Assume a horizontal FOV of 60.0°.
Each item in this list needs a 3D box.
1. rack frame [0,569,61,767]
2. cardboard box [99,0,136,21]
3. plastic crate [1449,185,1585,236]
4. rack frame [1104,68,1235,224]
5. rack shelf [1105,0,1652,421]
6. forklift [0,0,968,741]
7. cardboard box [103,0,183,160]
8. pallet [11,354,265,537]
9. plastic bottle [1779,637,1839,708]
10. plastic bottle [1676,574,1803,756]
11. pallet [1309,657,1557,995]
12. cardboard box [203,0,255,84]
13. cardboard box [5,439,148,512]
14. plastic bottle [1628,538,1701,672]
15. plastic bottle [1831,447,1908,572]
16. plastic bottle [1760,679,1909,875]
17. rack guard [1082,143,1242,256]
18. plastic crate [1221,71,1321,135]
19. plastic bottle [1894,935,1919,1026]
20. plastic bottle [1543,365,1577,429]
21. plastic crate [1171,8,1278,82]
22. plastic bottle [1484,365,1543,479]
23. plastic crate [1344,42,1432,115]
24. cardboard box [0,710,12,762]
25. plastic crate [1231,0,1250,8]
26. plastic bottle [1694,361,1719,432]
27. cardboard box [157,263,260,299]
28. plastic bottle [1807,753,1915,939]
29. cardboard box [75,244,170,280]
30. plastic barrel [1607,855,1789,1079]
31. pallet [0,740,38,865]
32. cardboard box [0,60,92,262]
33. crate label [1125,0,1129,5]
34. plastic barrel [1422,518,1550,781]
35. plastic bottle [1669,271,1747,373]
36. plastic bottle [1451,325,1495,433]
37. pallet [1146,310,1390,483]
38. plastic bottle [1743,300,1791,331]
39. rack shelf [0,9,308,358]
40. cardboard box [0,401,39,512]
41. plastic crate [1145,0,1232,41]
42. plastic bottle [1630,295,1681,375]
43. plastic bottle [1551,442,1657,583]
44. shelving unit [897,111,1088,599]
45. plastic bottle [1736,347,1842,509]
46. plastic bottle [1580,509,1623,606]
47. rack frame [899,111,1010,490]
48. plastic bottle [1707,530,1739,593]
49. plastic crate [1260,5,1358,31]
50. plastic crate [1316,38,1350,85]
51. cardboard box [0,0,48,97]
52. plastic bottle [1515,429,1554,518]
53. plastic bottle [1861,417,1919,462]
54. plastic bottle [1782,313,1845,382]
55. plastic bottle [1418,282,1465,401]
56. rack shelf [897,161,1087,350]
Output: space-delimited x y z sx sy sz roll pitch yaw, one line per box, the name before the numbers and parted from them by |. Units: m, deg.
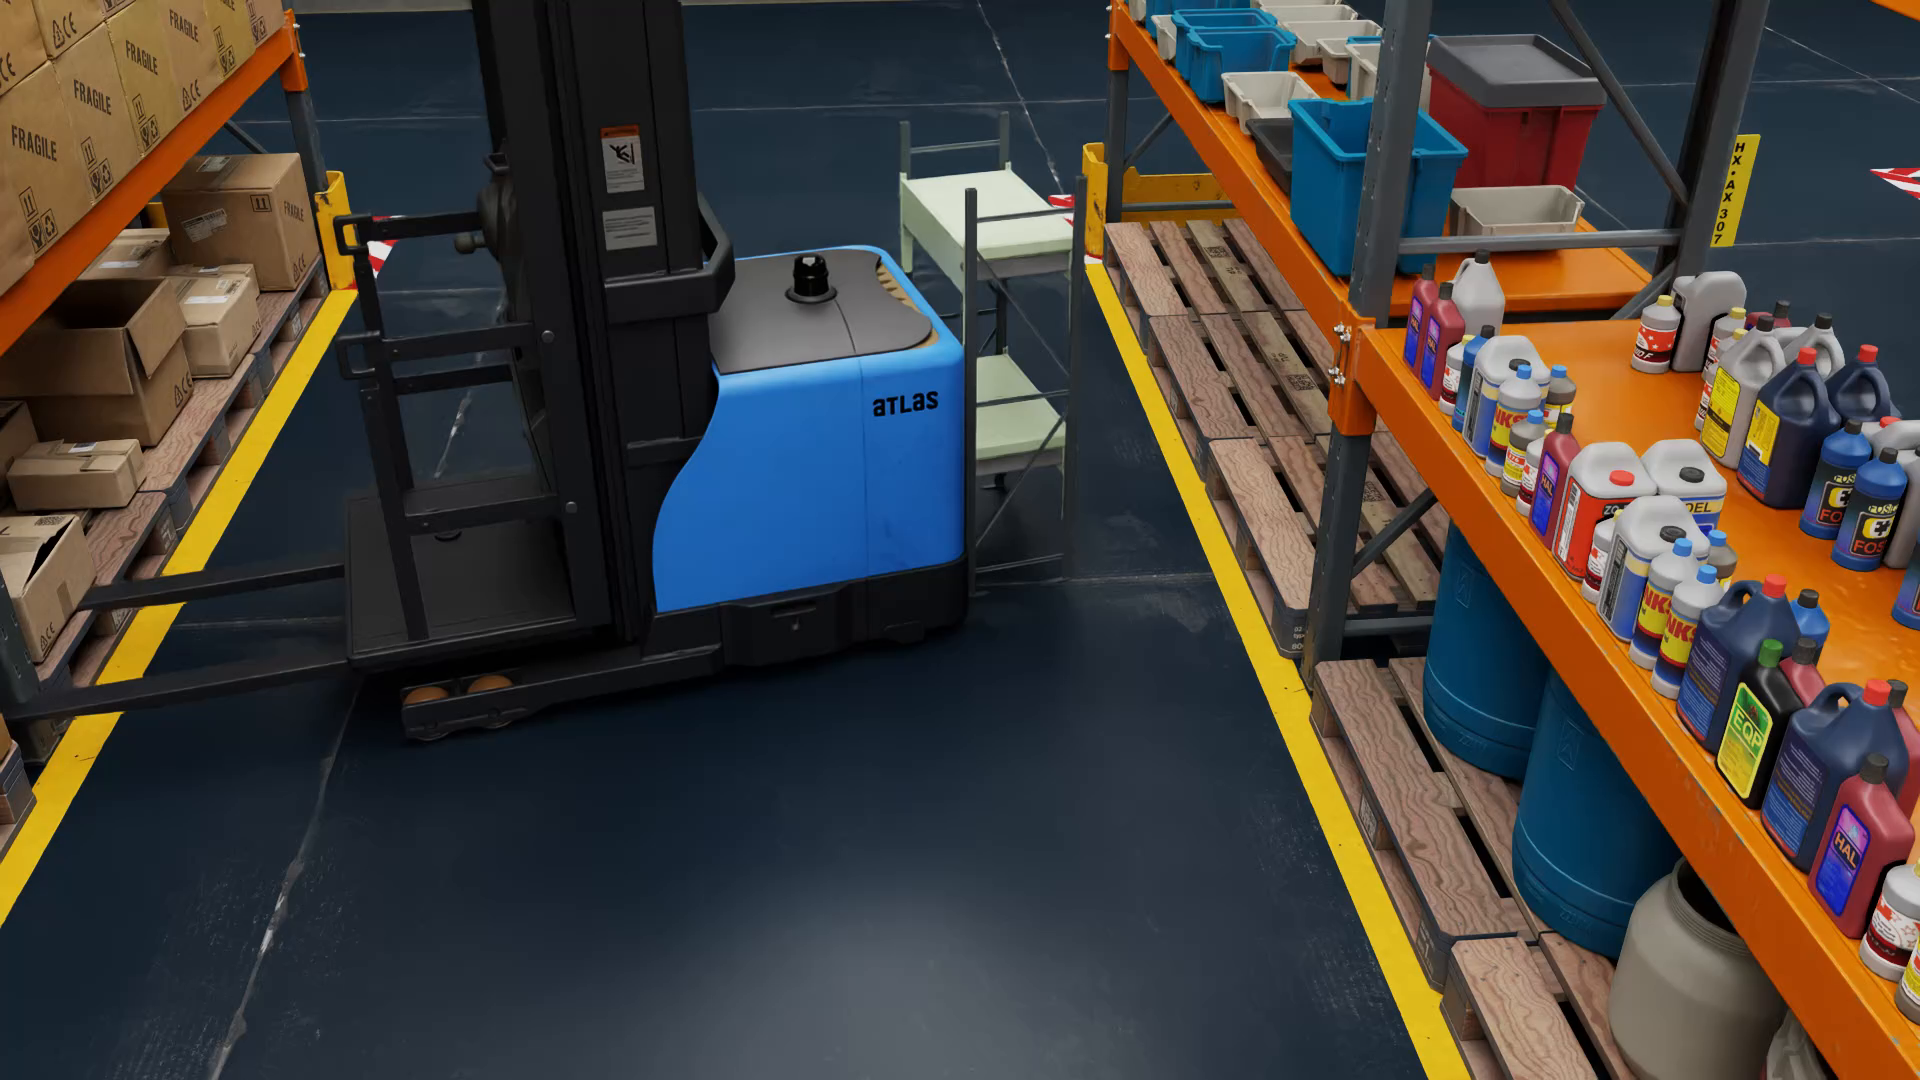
rack frame | -3.303 -0.606 4.339 1.000 3.000 0.127 -3 31 -5
cardboard box | -3.213 -2.121 5.804 0.500 0.500 0.500 -2 31 -3
plastic crate | 1.728 -0.998 5.194 0.396 0.136 0.243 -3 31 -5
rack frame | 1.255 -2.883 8.152 1.000 3.000 0.127 -3 31 -5
rack shelf | 1.442 -1.553 6.627 1.077 0.370 4.000 -3 31 -5
forklift | -1.546 -0.936 4.959 3.031 2.935 1.130 -10 32 -16
cardboard box | -3.224 -1.698 6.070 0.500 0.500 0.500 -3 31 -5
pallet | -3.484 -0.383 6.686 1.003 0.211 1.213 -3 31 -5
plastic bottle | 1.464 0.316 2.909 0.061 0.283 0.133 -3 31 -5
plastic bottle | 1.430 0.207 3.026 0.144 0.351 0.185 -3 31 -5
pallet | 1.659 0.752 4.785 1.003 0.211 1.213 -3 31 -5
cardboard box | -3.312 -2.210 6.928 0.500 0.500 0.500 -2 31 -4
cardboard box | -3.218 -0.244 6.067 0.380 0.166 0.250 -3 31 -5
plastic bottle | 1.384 0.121 3.249 0.097 0.271 0.097 0 31 0
plastic bottle | 1.959 -0.072 3.571 0.097 0.271 0.097 0 31 0
plastic bottle | 1.460 0.370 2.754 0.144 0.351 0.185 -3 31 -5
rack guard | 1.240 -1.822 8.812 1.175 0.500 0.348 -3 31 -5
plastic crate | 1.167 -1.628 6.249 0.293 0.136 0.466 -3 31 -5
plastic bottle | 1.471 0.625 2.473 0.097 0.201 0.097 0 31 0
plastic bottle | 1.449 -0.330 4.071 0.097 0.201 0.097 0 31 0
plastic crate | 1.073 -2.023 6.816 0.416 0.233 0.300 -3 31 -5
plastic bottle | 1.310 -0.284 3.925 0.097 0.271 0.097 0 31 0
plastic crate | 1.670 -1.604 6.068 0.437 0.282 0.530 -3 31 -5
cardboard box | -2.972 0.517 4.468 0.500 0.500 0.500 -3 31 -5
plastic crate | 1.472 -2.762 7.856 0.616 0.435 0.499 -3 31 -5
plastic bottle | 1.899 -0.368 4.135 0.097 0.201 0.097 0 31 0
cardboard box | -3.433 -1.143 7.573 0.380 0.166 0.250 -3 31 -5
plastic bottle | 1.433 0.482 2.632 0.061 0.283 0.133 -3 31 -5
cardboard box | -3.862 -1.110 7.435 0.500 0.250 0.500 -3 31 -5
plastic barrel | 1.693 0.979 3.702 0.421 0.512 0.421 0 31 0
pallet | -3.190 1.005 4.362 1.003 0.211 1.213 -3 31 -5
cardboard box | -3.131 -1.183 5.208 0.500 0.500 0.500 -2 31 -4
crate label | 0.950 -2.695 7.942 0.416 0.233 0.303 -3 31 -5
plastic barrel | 1.663 0.158 4.697 0.600 0.901 0.708 -3 31 -5
plastic bottle | 1.987 -0.602 4.454 0.152 0.276 0.135 -3 31 -5
plastic bottle | 1.289 -0.402 4.124 0.097 0.271 0.097 0 31 0
pallet | 1.404 -0.642 7.118 1.003 0.211 1.213 -3 31 -5
plastic bottle | 2.054 -0.489 4.258 0.061 0.283 0.133 -3 31 -5
rack shelf | -3.490 -1.318 6.233 1.077 0.370 4.000 -3 31 -5
cardboard box | -3.709 -0.300 6.021 0.500 0.311 0.500 -3 31 -5
plastic crate | 1.012 -2.359 7.379 0.416 0.233 0.300 -3 31 -5
plastic bottle | 1.865 -0.554 4.447 0.097 0.201 0.097 0 31 0
plastic bottle | 1.379 -0.060 3.547 0.152 0.276 0.135 -3 31 -5
shelving unit | 0.095 -0.649 5.874 0.431 1.500 0.755 -9 32 -15
plastic bottle | 1.914 -0.265 3.816 0.144 0.351 0.185 -3 31 -5
plastic bottle | 1.363 0.032 3.465 0.097 0.201 0.097 0 31 0
rack frame | -0.019 -0.828 6.173 0.400 1.500 0.023 -9 32 -15
plastic bottle | 1.523 0.075 3.394 0.097 0.201 0.097 0 31 0
plastic crate | 1.524 -2.239 7.273 0.396 0.136 0.243 -3 31 -5
plastic crate | 1.621 -1.948 6.785 0.298 0.136 0.250 -3 31 -5
cardboard box | -3.116 -1.595 4.923 0.500 0.500 0.500 -4 31 -6
plastic bottle | 1.329 -0.154 3.777 0.097 0.201 0.097 0 31 0
plastic bottle | 2.069 -0.158 3.710 0.152 0.276 0.135 -3 31 -5
plastic bottle | 2.040 -0.366 3.986 0.144 0.351 0.185 -3 31 -5
plastic bottle | 1.251 -0.515 4.301 0.061 0.283 0.133 -3 31 -5
rack shelf | 0.095 -0.984 5.674 0.431 0.370 0.720 -9 32 -15
